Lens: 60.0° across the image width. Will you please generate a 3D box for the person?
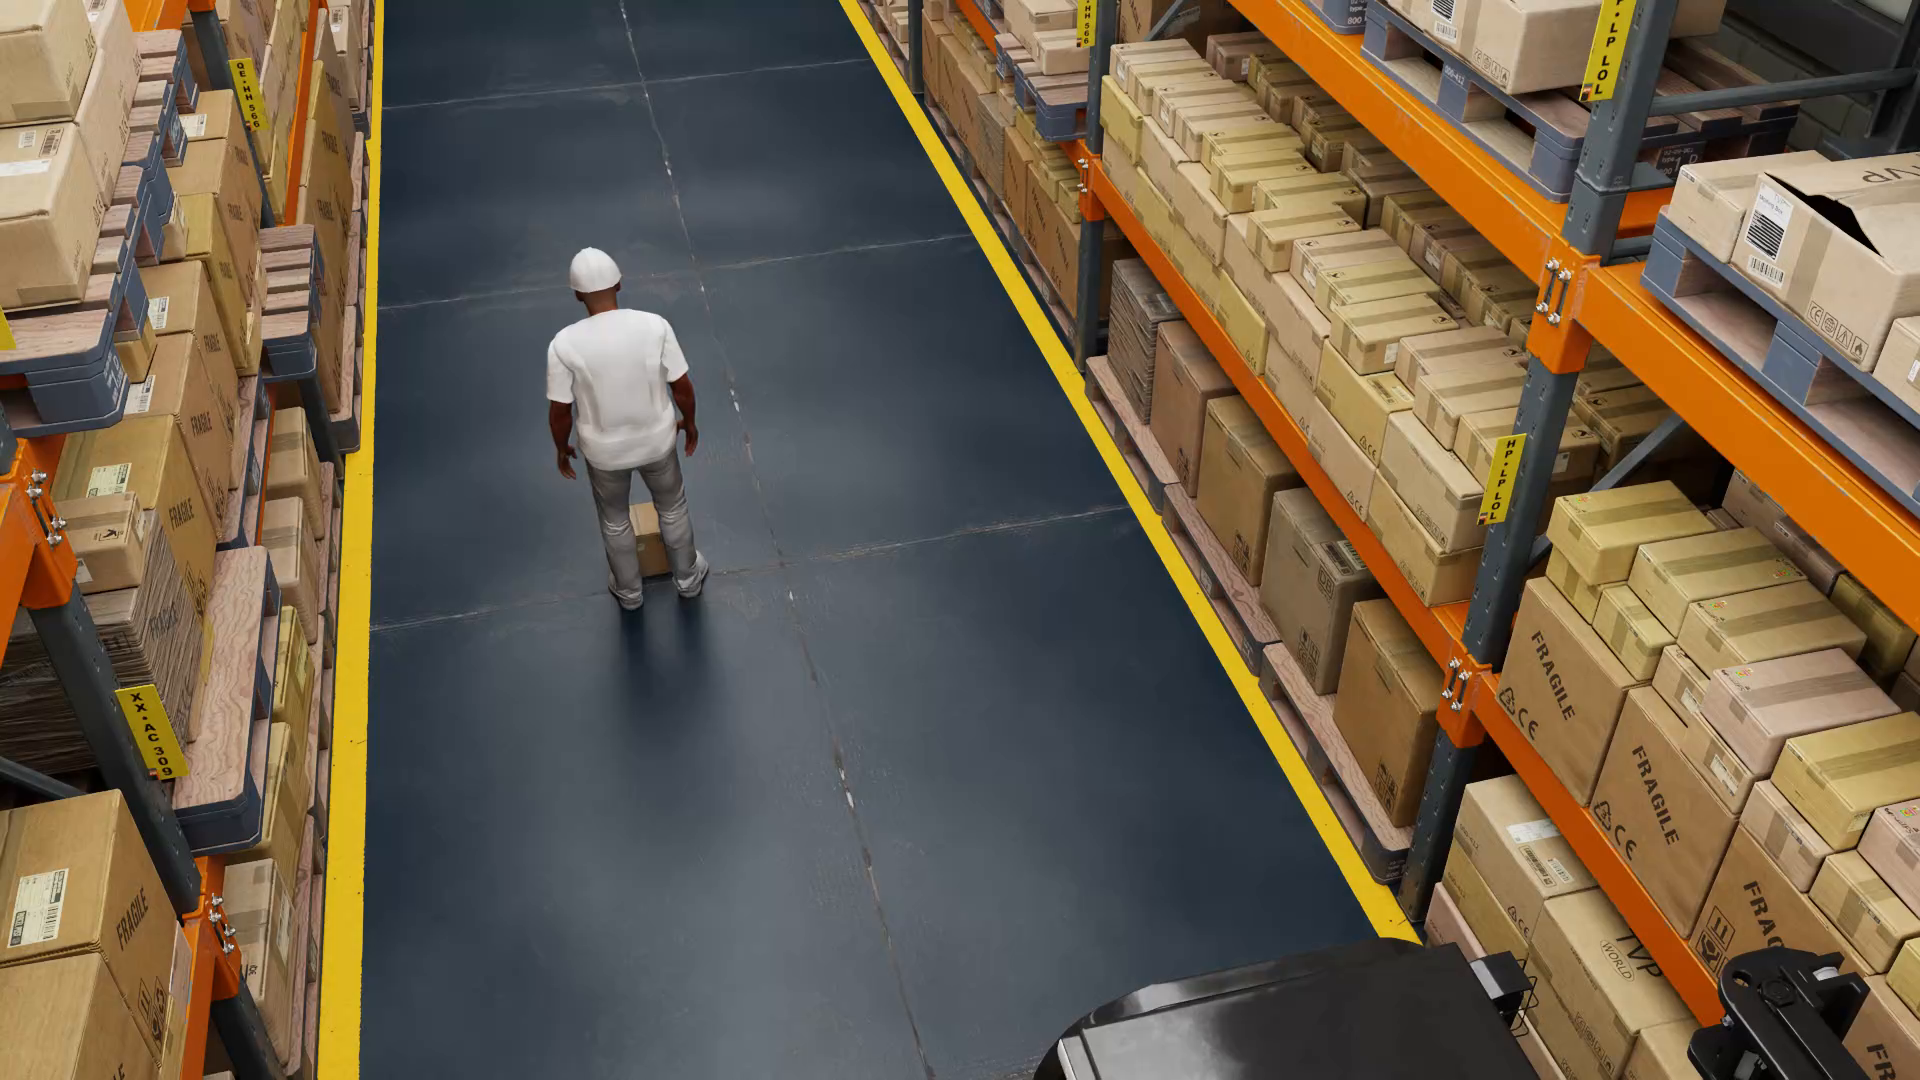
[{"bbox_3d":[-1.462,-0.456,7.286,0.633,1.759,0.462,-12,39,-15],"label":"person"}]
